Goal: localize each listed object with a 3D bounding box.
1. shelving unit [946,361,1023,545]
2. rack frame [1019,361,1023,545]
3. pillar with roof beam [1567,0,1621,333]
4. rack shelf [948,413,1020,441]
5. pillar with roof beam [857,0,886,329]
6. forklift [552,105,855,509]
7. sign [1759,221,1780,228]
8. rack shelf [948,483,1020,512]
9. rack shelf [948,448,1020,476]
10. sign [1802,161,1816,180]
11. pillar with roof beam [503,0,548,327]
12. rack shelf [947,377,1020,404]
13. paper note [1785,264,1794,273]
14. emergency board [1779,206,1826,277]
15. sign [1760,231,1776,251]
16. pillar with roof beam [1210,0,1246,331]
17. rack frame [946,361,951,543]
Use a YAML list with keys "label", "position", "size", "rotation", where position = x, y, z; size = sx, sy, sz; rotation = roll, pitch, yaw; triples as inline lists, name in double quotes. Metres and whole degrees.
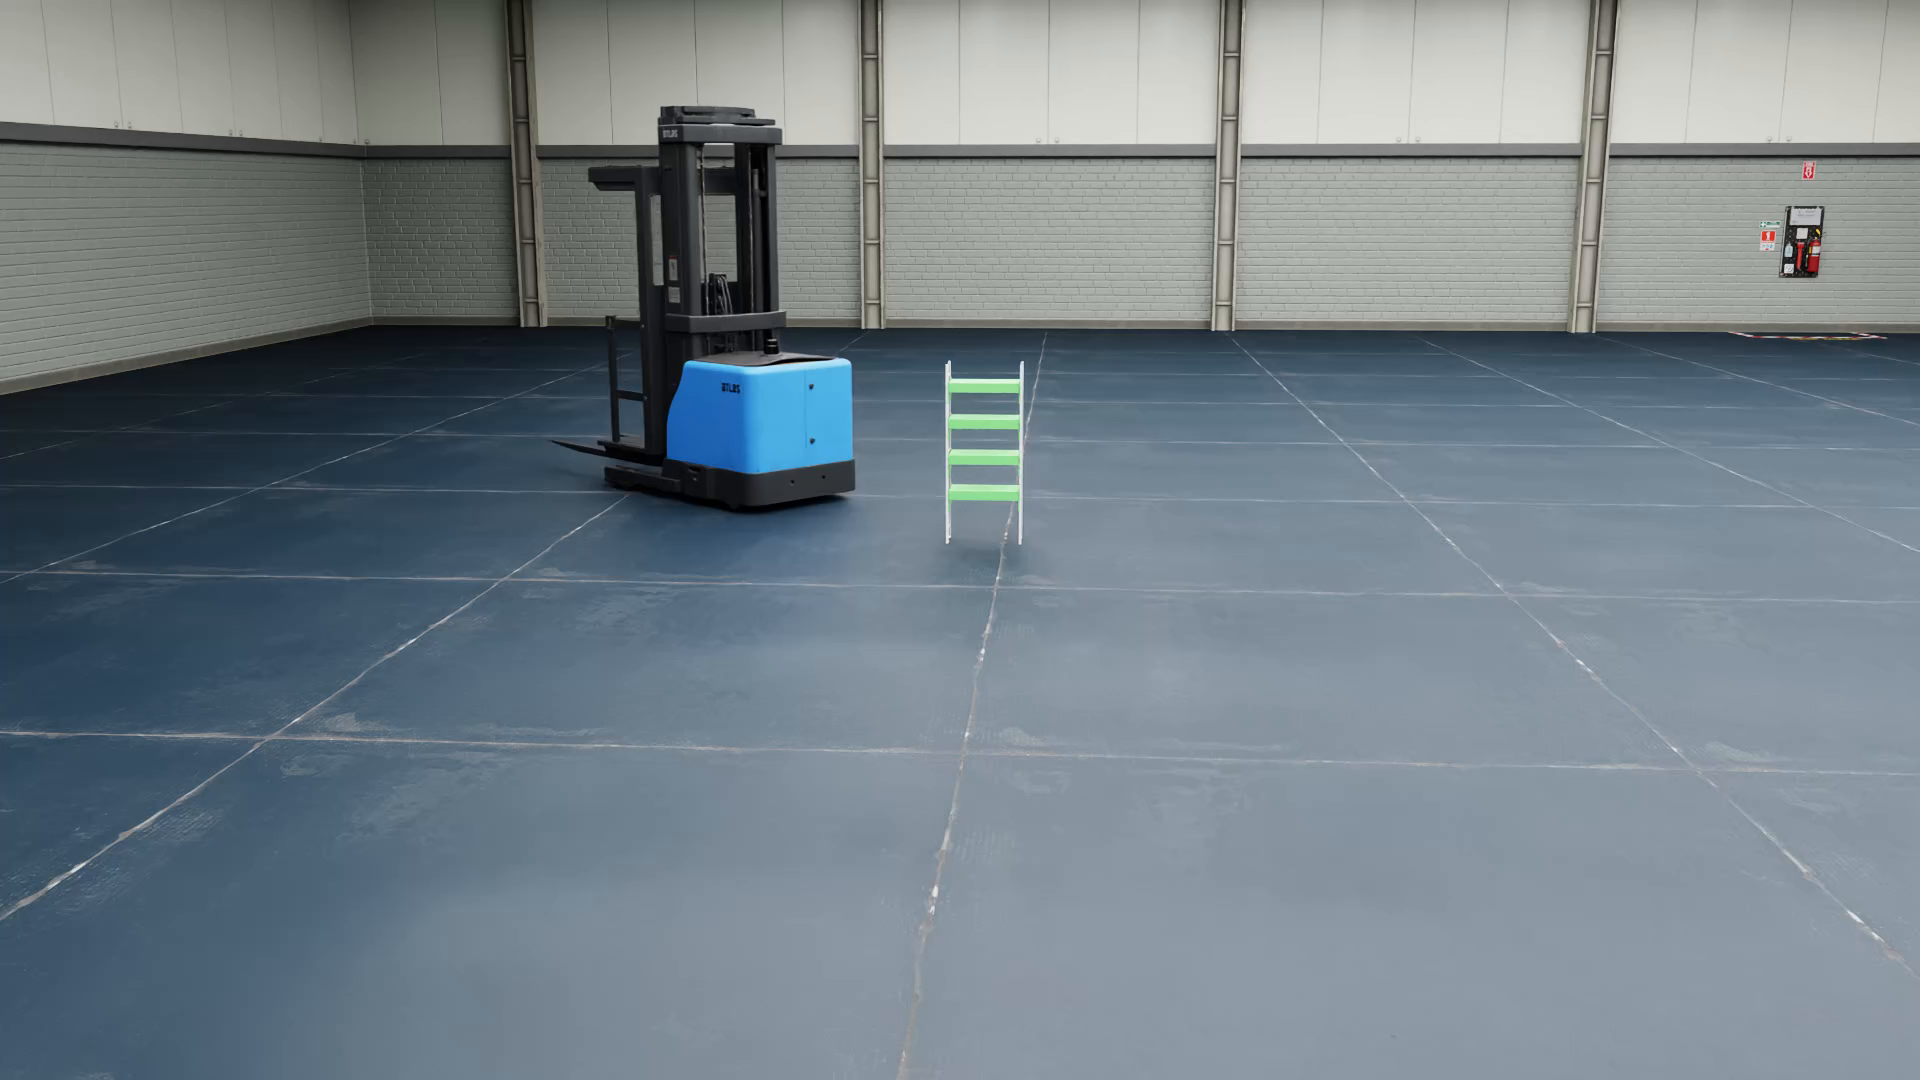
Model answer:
- label: "shelving unit"
  position: [0.165, -0.585, 11.134]
  size: [0.503, 1.200, 0.258]
  rotation: [1, 12, 4]
- label: "rack frame"
  position: [0.409, -0.582, 11.118]
  size: [0.015, 1.200, 0.240]
  rotation: [1, 12, 4]
- label: "pillar with roof beam"
  position: [10.188, -7.038, 22.935]
  size: [0.400, 9.000, 9.100]
  rotation: [1, 12, 4]
- label: "rack shelf"
  position: [0.165, -0.757, 11.098]
  size: [0.480, 0.148, 0.258]
  rotation: [1, 12, 4]
- label: "pillar with roof beam"
  position: [-1.785, -7.202, 23.720]
  size: [0.400, 9.000, 9.100]
  rotation: [1, 12, 4]
- label: "forklift"
  position: [-2.200, -1.895, 13.171]
  size: [1.130, 2.935, 3.031]
  rotation: [-11, 16, -44]
- label: "sign"
  position: [13.458, -5.244, 27.630]
  size: [0.331, 0.109, 0.001]
  rotation: [1, 12, 4]
- label: "rack shelf"
  position: [0.165, -0.288, 11.197]
  size: [0.480, 0.148, 0.258]
  rotation: [1, 12, 4]
- label: "rack shelf"
  position: [0.165, -0.522, 11.147]
  size: [0.480, 0.148, 0.258]
  rotation: [1, 12, 4]
- label: "sign"
  position: [13.998, -6.095, 27.420]
  size: [0.199, 0.298, 0.001]
  rotation: [1, 12, 4]
- label: "pillar with roof beam"
  position: [-7.772, -7.284, 24.112]
  size: [0.400, 9.000, 9.100]
  rotation: [1, 12, 4]
- label: "rack shelf"
  position: [0.165, -0.992, 11.049]
  size: [0.480, 0.148, 0.258]
  rotation: [1, 12, 4]
- label: "paper note"
  position: [13.827, -4.526, 27.729]
  size: [0.142, 0.148, 0.016]
  rotation: [1, 12, 4]
- label: "emergency board"
  position: [13.999, -4.940, 27.560]
  size: [0.643, 1.169, 0.194]
  rotation: [1, 12, 4]
- label: "sign"
  position: [13.454, -4.986, 27.693]
  size: [0.234, 0.329, 0.001]
  rotation: [1, 12, 4]
- label: "pillar with roof beam"
  position: [4.201, -7.120, 23.327]
  size: [0.400, 9.000, 9.100]
  rotation: [1, 12, 4]
- label: "rack frame"
  position: [-0.078, -0.588, 11.150]
  size: [0.015, 1.200, 0.240]
  rotation: [1, 12, 4]
